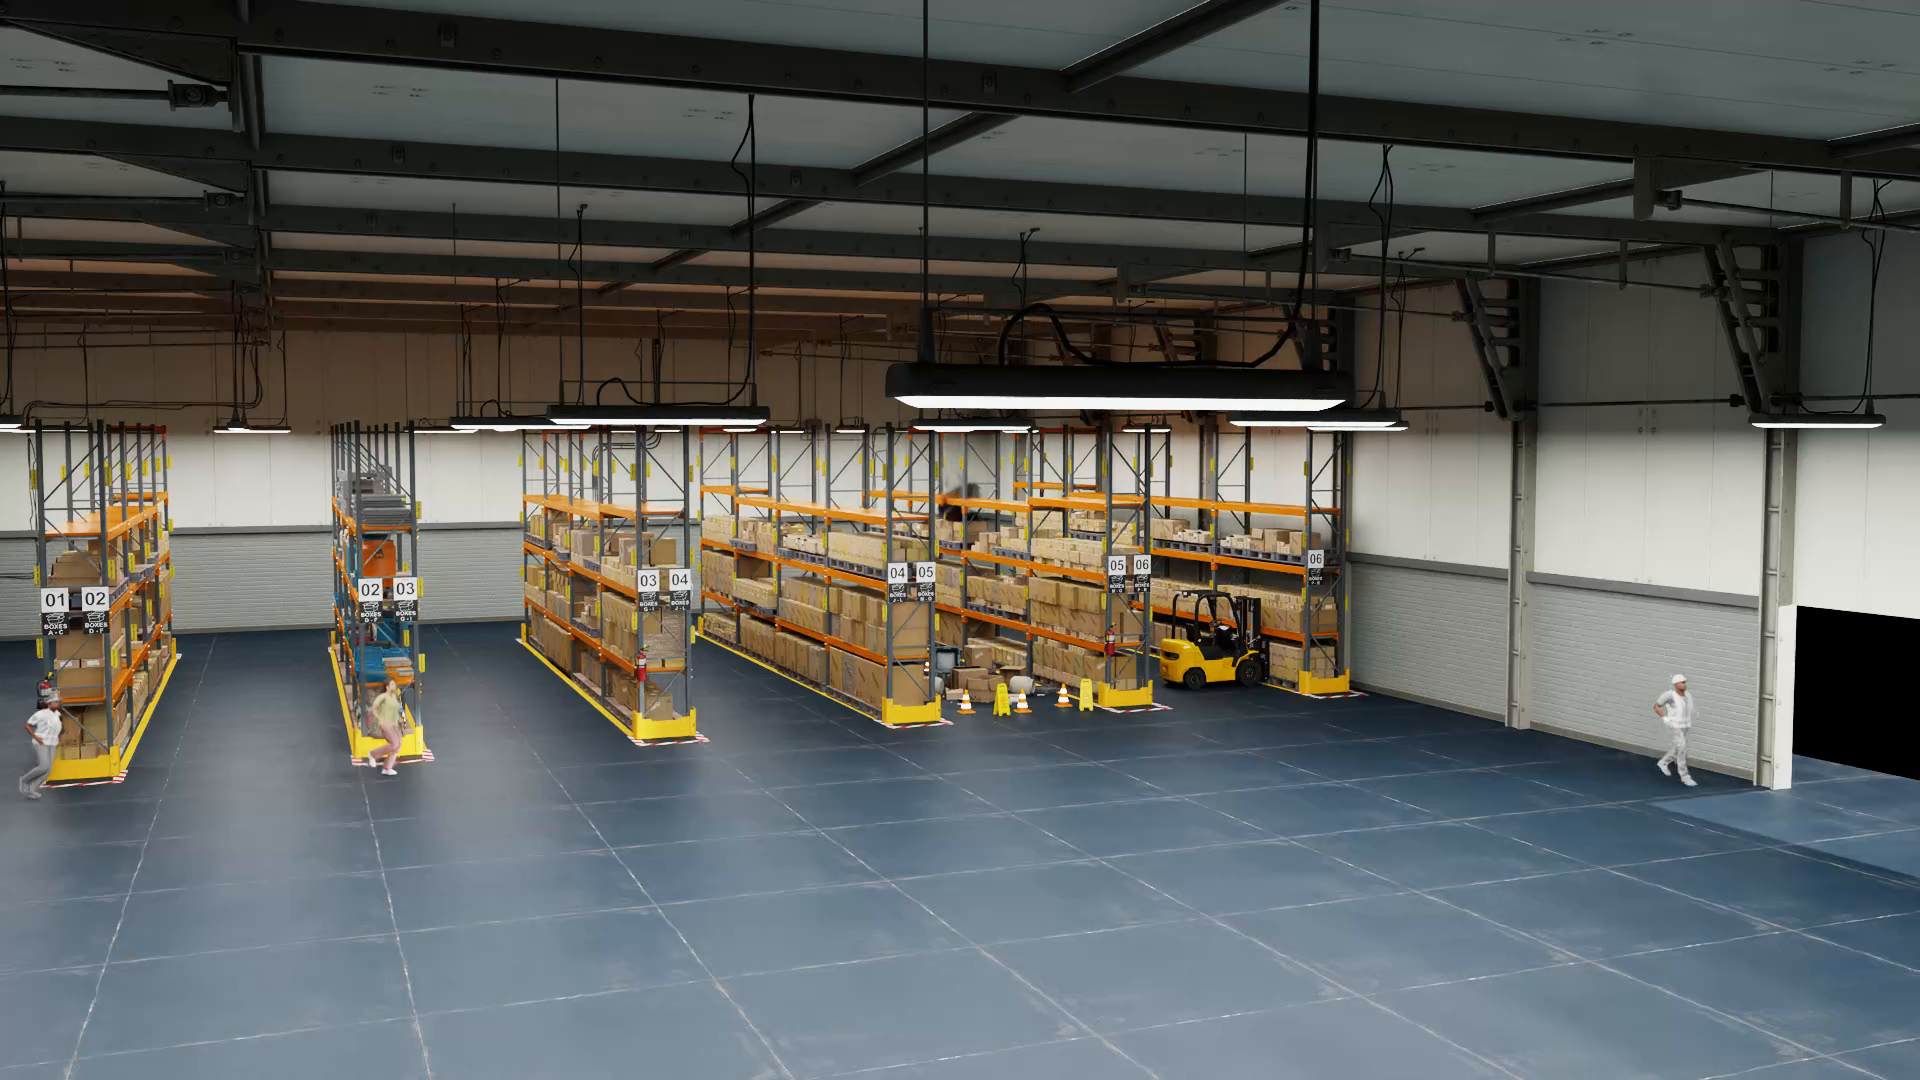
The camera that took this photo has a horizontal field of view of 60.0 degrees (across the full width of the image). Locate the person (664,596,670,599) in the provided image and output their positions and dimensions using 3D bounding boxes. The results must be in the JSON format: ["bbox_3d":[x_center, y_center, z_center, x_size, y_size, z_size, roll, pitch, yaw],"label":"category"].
[{"bbox_3d":[-7.754,1.985,45.208,0.703,1.800,0.976,-1,4,-15],"label":"person"}]

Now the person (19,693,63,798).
[{"bbox_3d":[-14.570,3.260,26.477,0.552,1.608,0.646,1,4,17],"label":"person"}]

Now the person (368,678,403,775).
[{"bbox_3d":[-9.716,3.152,28.291,0.564,1.595,0.611,1,4,14],"label":"person"}]

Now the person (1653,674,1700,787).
[{"bbox_3d":[11.854,3.105,27.475,0.678,1.792,0.860,-2,4,-28],"label":"person"}]
